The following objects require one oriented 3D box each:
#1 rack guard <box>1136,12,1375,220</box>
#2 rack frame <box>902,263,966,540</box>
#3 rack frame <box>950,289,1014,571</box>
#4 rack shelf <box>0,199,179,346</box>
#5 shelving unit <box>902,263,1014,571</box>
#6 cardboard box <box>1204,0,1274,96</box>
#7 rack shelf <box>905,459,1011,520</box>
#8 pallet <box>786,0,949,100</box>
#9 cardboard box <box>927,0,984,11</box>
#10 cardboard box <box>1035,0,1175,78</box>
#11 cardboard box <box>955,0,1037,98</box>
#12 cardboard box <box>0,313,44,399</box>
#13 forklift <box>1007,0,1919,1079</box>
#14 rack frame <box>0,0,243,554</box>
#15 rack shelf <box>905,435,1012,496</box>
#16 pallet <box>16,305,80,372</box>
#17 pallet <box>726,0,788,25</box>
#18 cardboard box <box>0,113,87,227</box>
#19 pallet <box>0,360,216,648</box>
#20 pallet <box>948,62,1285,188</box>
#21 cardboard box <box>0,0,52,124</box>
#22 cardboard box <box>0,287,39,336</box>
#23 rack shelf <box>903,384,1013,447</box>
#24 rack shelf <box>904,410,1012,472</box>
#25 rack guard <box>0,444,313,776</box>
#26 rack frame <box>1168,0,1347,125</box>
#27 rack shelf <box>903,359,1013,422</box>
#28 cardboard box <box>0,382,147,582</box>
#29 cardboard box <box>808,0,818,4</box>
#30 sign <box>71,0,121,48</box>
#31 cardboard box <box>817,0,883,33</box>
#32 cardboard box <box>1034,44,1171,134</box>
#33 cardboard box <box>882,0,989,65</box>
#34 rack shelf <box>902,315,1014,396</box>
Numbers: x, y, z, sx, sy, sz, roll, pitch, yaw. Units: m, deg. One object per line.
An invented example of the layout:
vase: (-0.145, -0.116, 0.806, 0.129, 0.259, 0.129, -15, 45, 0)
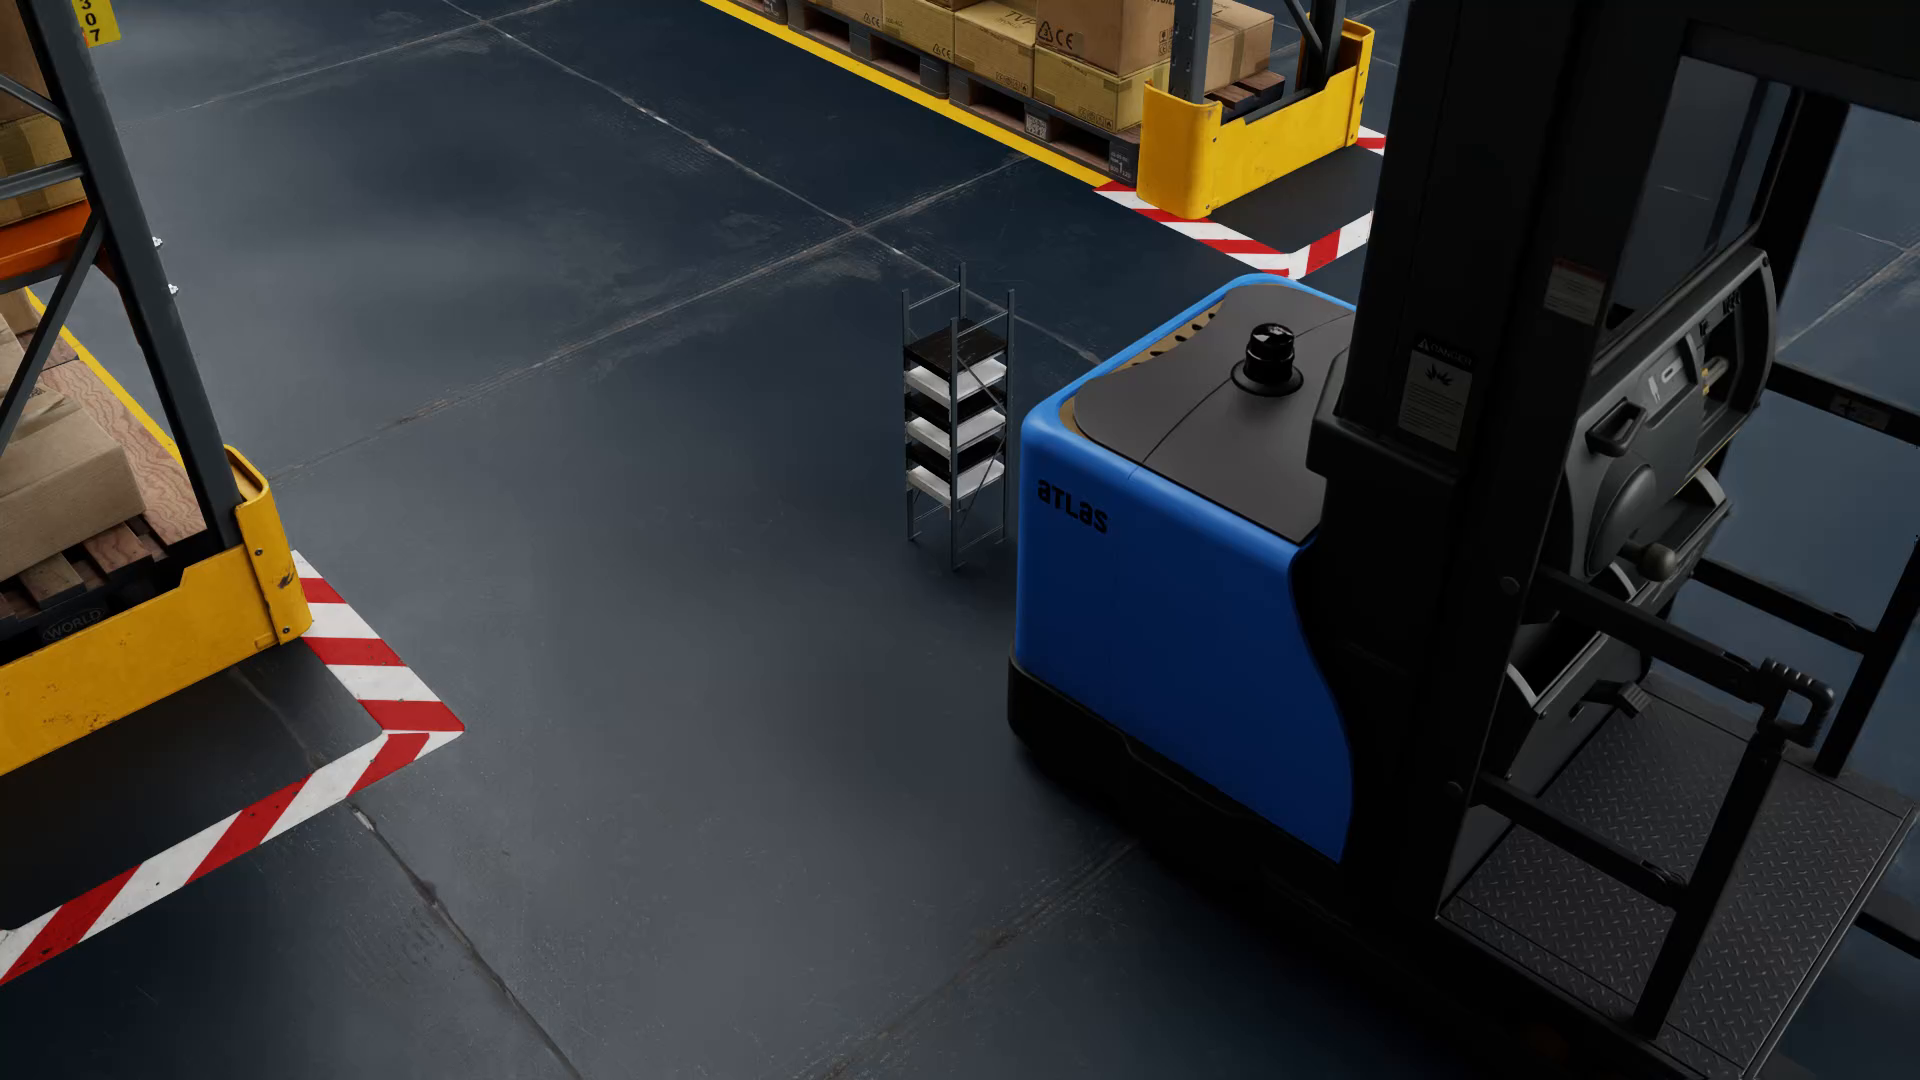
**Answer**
rack guard: (1.269, -1.832, 7.120, 1.175, 0.500, 0.348, -30, 48, -32)
rack frame: (-0.074, -0.401, 5.030, 0.240, 0.900, 0.006, -30, 48, -32)
rack frame: (0.063, -0.307, 4.914, 0.240, 0.900, 0.006, -30, 48, -32)
rack shelf: (-3.747, -1.354, 5.112, 1.077, 0.370, 4.000, -30, 48, -32)
shelving unit: (-0.005, -0.354, 4.972, 0.258, 0.900, 0.210, -30, 48, -32)
cardboard box: (1.053, -2.252, 7.505, 0.500, 0.250, 0.500, -30, 48, -32)
rack shelf: (-0.005, -0.188, 5.106, 0.258, 0.077, 0.200, -30, 48, -32)
pallet: (-0.117, -2.631, 8.340, 1.003, 0.211, 1.213, -30, 48, -32)
cardboard box: (-0.017, -2.779, 7.561, 0.500, 0.500, 0.500, -30, 48, -32)
cardboard box: (0.670, -2.323, 6.996, 0.500, 0.500, 0.500, -30, 48, -32)
cardboard box: (0.325, -2.258, 7.513, 0.500, 0.250, 0.500, -30, 48, -32)
cardboard box: (-3.181, -0.456, 5.217, 0.500, 0.311, 0.500, -26, 46, -28)
forklift: (1.553, -0.194, 3.157, 3.031, 2.935, 1.130, 30, 48, 32)
rack frame: (-2.394, -0.709, 3.740, 1.000, 3.000, 0.127, -30, 48, -32)
rack shelf: (-0.005, -0.258, 5.049, 0.258, 0.077, 0.200, -30, 48, -32)
pallet: (-3.790, -0.614, 5.843, 1.003, 0.211, 1.213, -30, 48, -32)
pallet: (-0.946, -3.196, 9.039, 1.003, 0.211, 1.213, -30, 48, -32)
cardboard box: (-2.490, -1.019, 4.228, 0.500, 0.250, 0.500, -31, 48, -33)
pallet: (-2.969, -0.050, 5.144, 1.003, 0.211, 1.213, -30, 48, -32)
pallet: (0.704, -2.067, 7.641, 1.003, 0.211, 1.213, -30, 48, -32)
cardboard box: (-2.496, -1.298, 3.977, 0.500, 0.500, 0.500, -30, 48, -32)
cardboard box: (-3.641, -0.890, 5.604, 0.500, 0.500, 0.700, 31, 48, 33)
rack shelf: (-0.005, -0.398, 4.936, 0.258, 0.077, 0.200, -30, 48, -32)
rack shelf: (-0.005, -0.328, 4.993, 0.258, 0.077, 0.200, -30, 48, -32)
rack guard: (-2.445, 0.229, 4.569, 1.175, 0.500, 0.348, -30, 48, -32)
rack frame: (1.252, -2.815, 6.349, 1.000, 3.000, 0.127, -30, 48, -32)
rack shelf: (-0.005, -0.468, 4.880, 0.258, 0.077, 0.200, -30, 48, -32)
cardboard box: (-2.796, -0.192, 4.890, 0.500, 0.311, 0.500, 29, 47, 31)
cardboard box: (-0.694, -2.950, 8.369, 0.500, 0.250, 0.500, -30, 48, -32)
sign: (-1.995, -1.276, 3.754, 0.100, 0.325, 0.005, -30, 48, -32)
cardboard box: (-0.351, -2.721, 8.086, 0.500, 0.250, 0.500, -30, 48, -32)
cardboard box: (0.672, -2.032, 7.232, 0.500, 0.250, 0.500, -30, 48, -32)
cardboard box: (-0.015, -2.489, 7.798, 0.500, 0.250, 0.500, -30, 48, -32)
rack shelf: (-0.005, -0.538, 4.823, 0.258, 0.077, 0.200, -30, 48, -32)
